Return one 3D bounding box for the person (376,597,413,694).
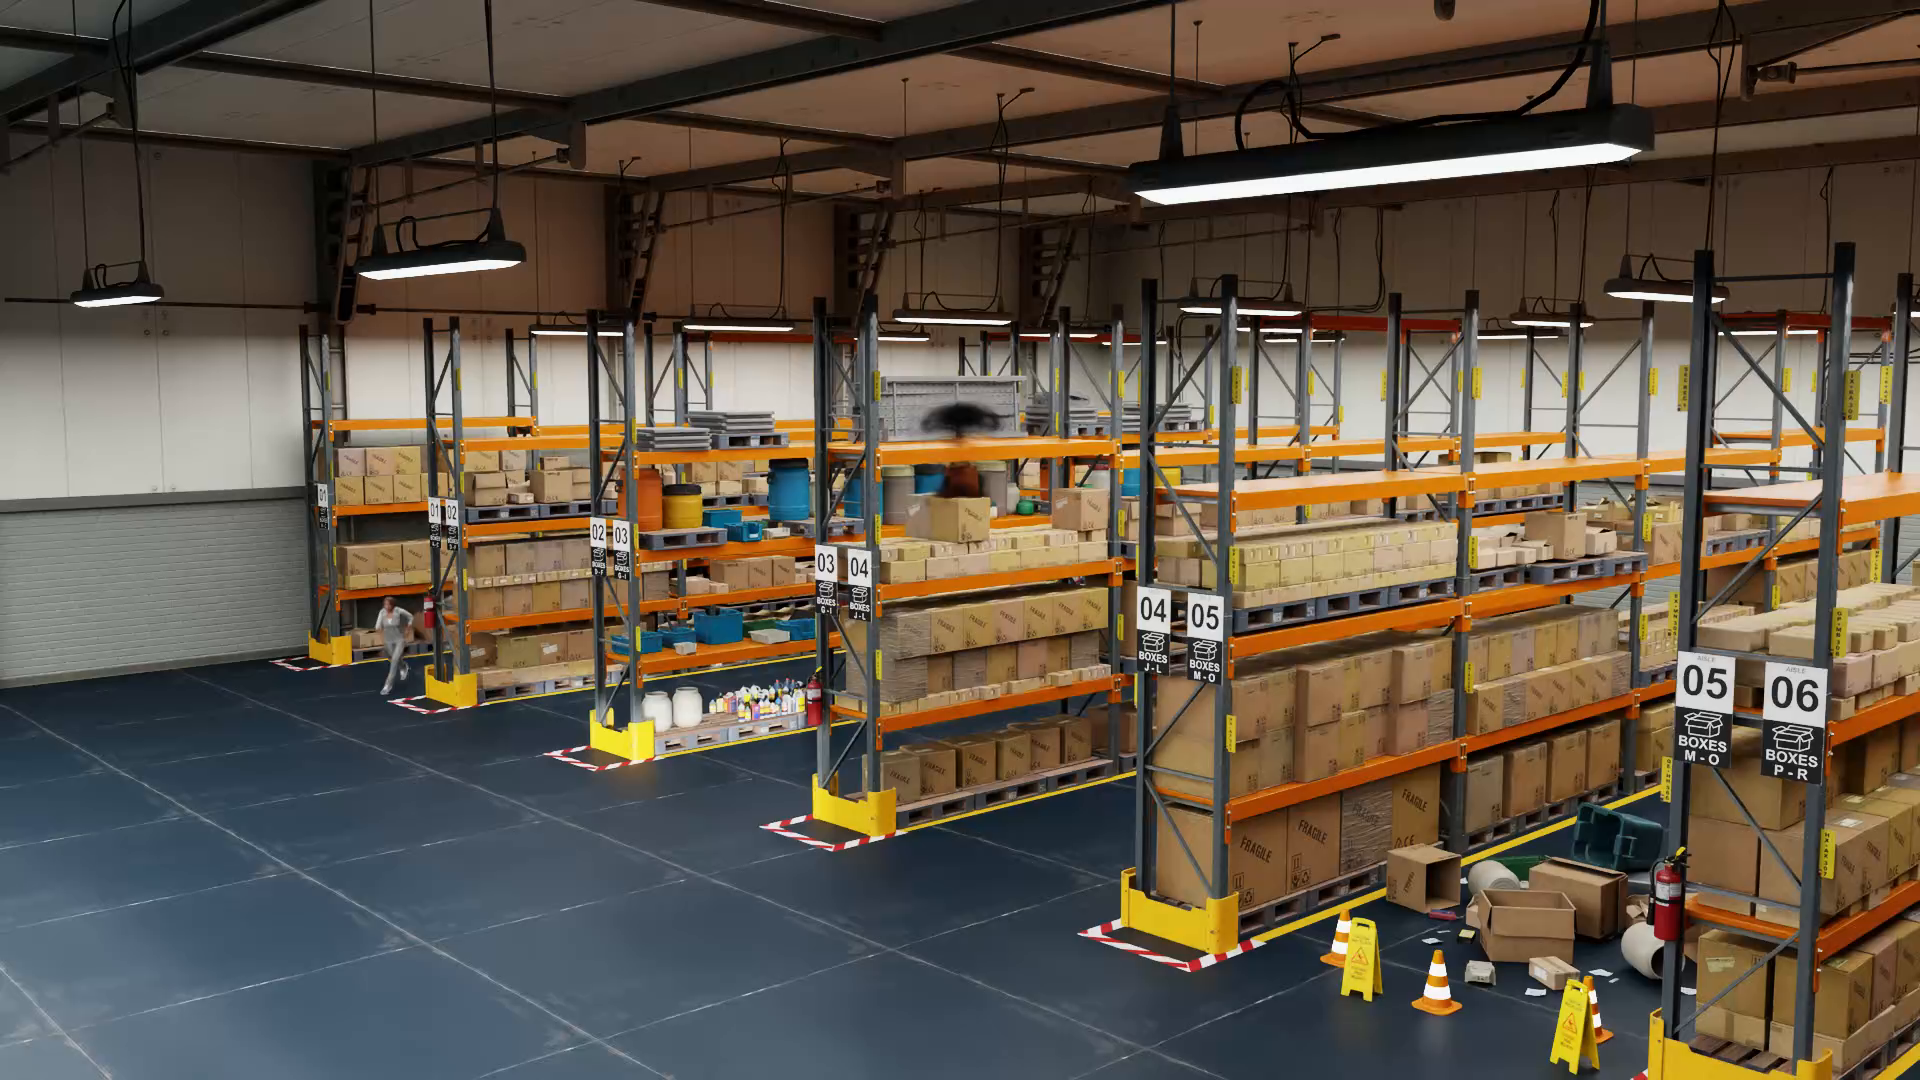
[{"bbox_3d":[-9.161,1.654,27.003,0.570,1.544,1.009,0,6,0],"label":"person"}]
